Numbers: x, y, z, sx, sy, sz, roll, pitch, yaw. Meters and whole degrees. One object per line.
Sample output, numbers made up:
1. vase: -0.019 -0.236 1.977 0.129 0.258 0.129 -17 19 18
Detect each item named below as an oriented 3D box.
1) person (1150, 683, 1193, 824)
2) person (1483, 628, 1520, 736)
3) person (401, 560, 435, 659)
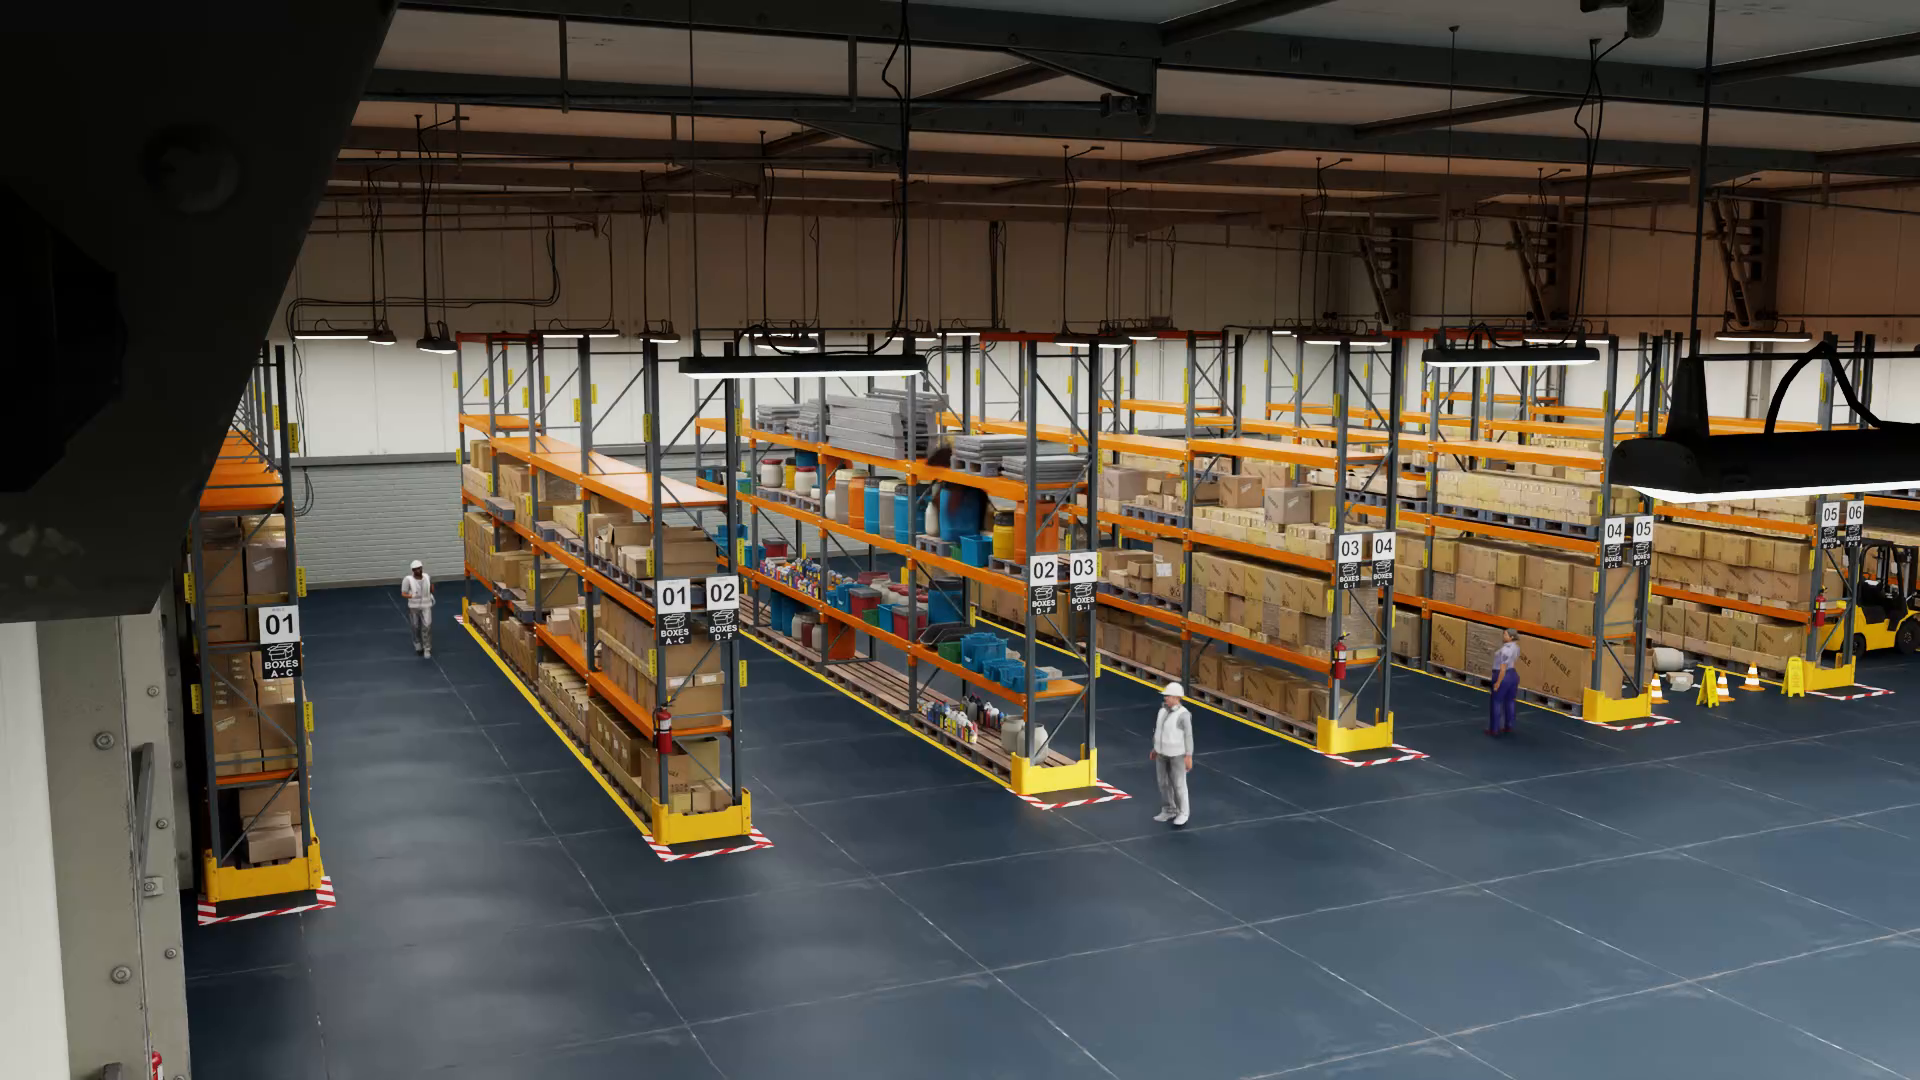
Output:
1. person: 2.653 2.671 20.775 0.395 1.809 0.645 -7 11 -43
2. person: 8.250 2.140 25.211 0.511 1.659 0.426 -5 9 -31
3. person: -10.090 1.270 30.994 0.596 1.791 0.856 -2 8 -17
